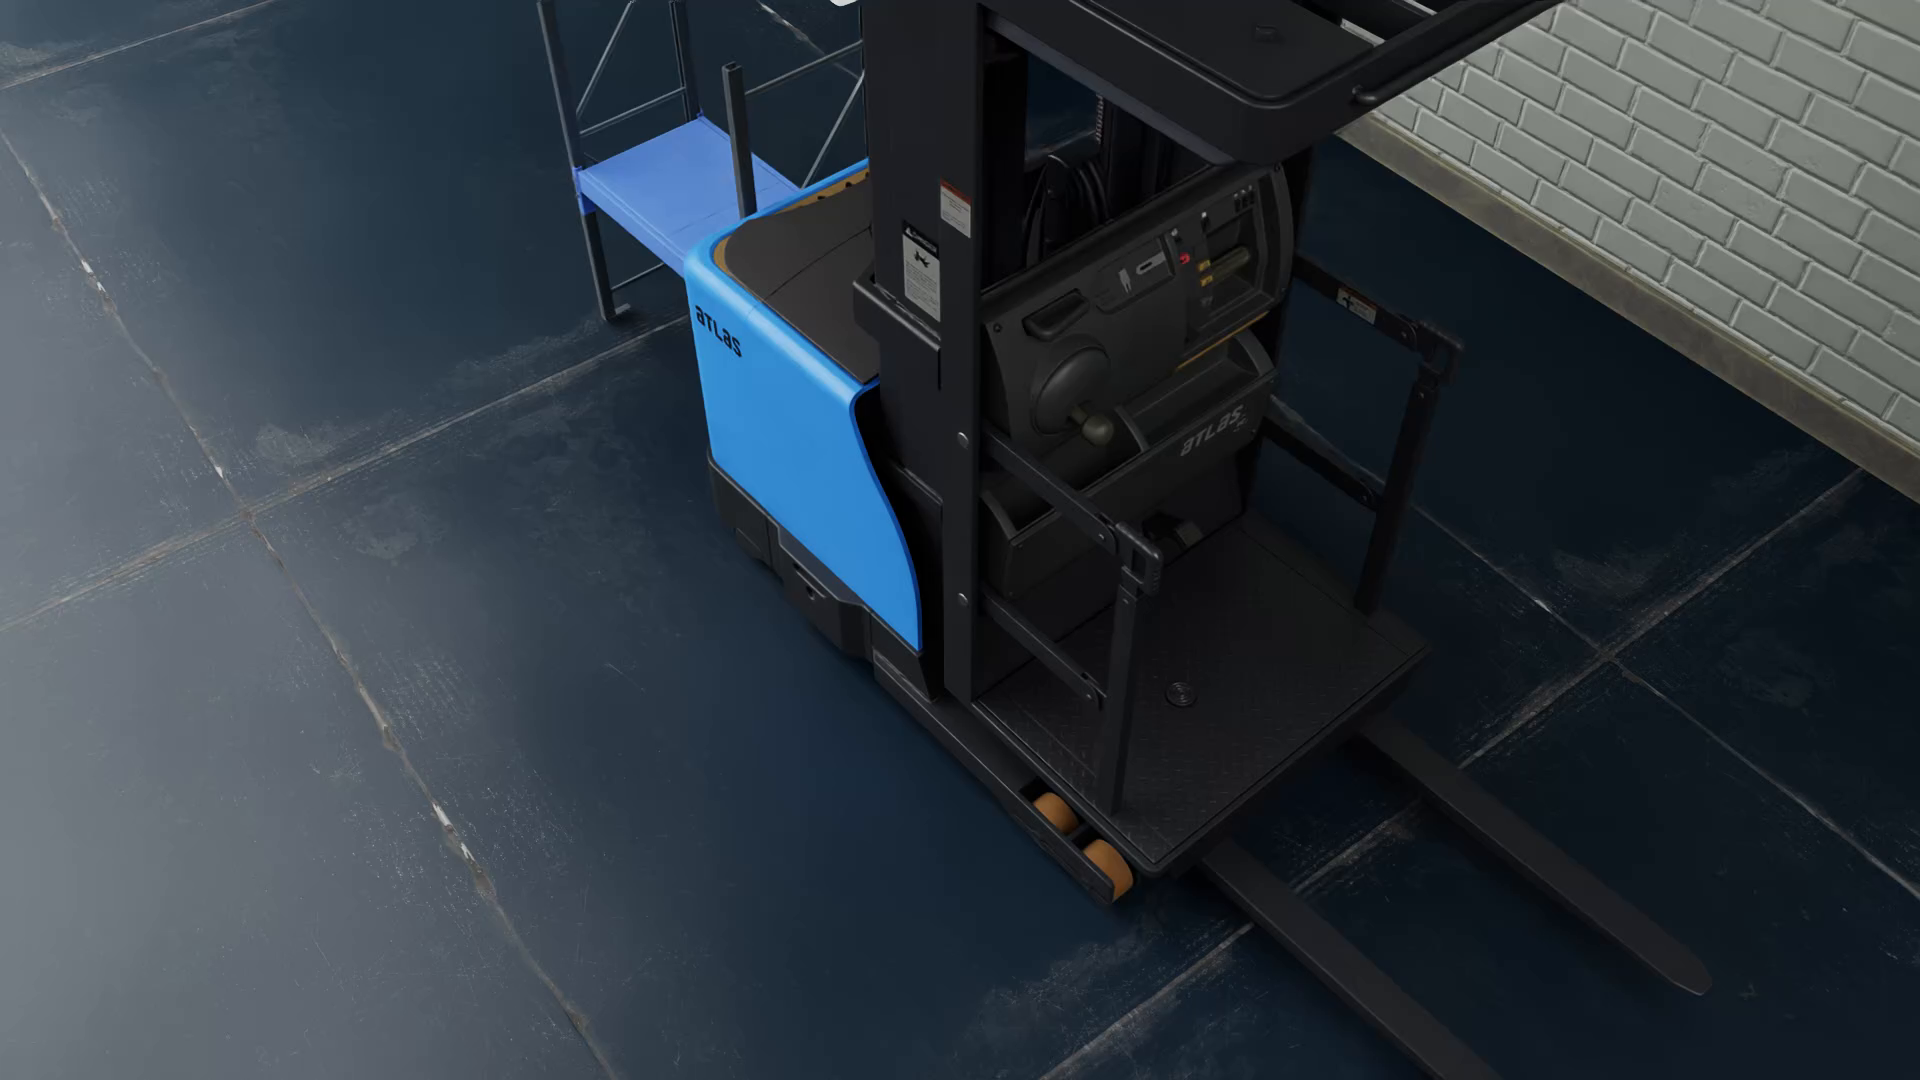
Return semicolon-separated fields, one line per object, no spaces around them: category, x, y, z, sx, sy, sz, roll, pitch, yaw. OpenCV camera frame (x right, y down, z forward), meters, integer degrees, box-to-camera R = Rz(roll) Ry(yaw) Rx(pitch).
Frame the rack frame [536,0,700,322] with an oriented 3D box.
rack frame;-1.089;-1.415;5.521;0.500;1.500;0.032;-33;56;-26

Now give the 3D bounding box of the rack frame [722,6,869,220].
rack frame;-0.424;-0.845;5.004;0.500;1.500;0.032;-33;56;-26

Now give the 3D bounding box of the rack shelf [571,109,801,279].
rack shelf;-0.756;-1.009;5.396;0.538;0.185;1.000;-33;56;-26

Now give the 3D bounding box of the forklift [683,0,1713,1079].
forklift;0.569;-0.462;3.691;1.130;2.935;3.031;-33;56;-26

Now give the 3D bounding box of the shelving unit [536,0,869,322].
shelving unit;-0.756;-1.130;5.262;0.538;1.500;1.048;-33;56;-26
